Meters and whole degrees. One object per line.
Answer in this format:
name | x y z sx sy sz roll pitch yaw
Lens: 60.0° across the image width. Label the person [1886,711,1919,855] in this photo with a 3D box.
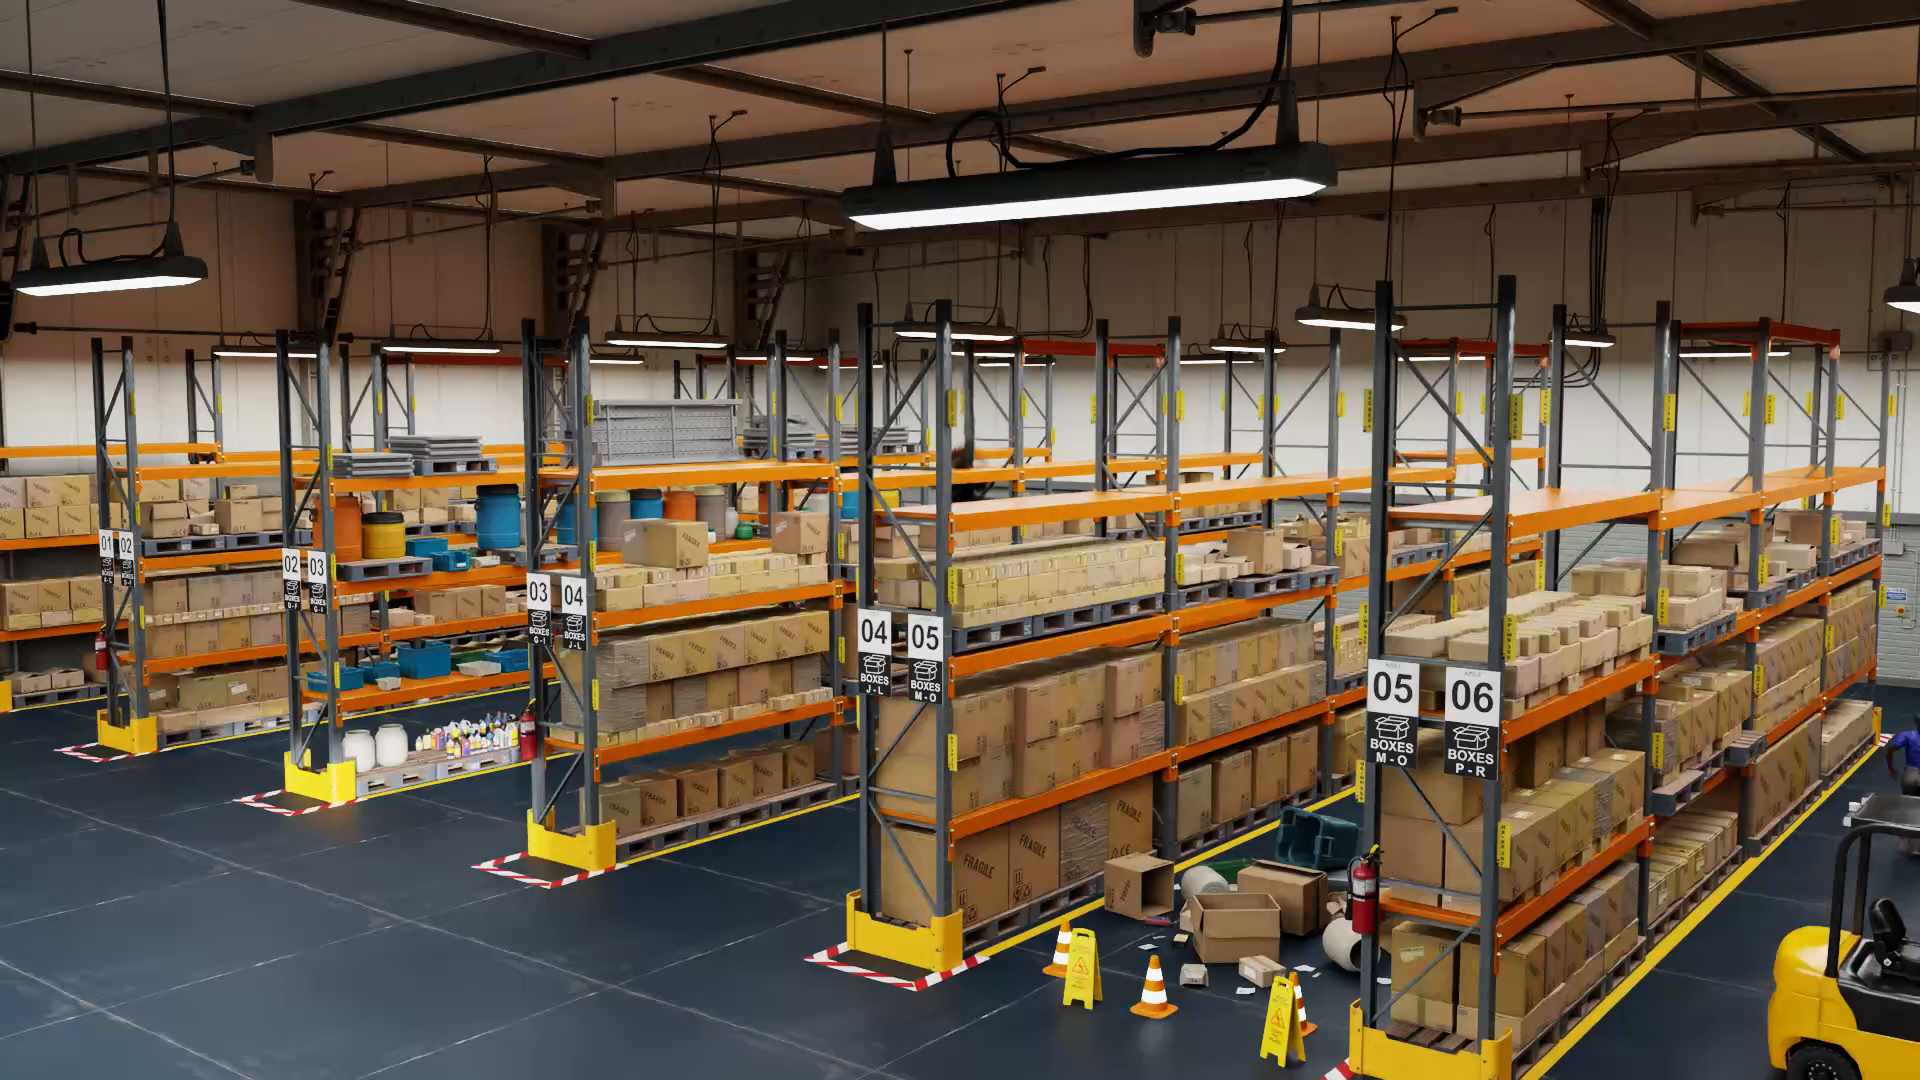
person | 10.792 2.725 18.750 0.596 1.649 0.644 4 6 37
